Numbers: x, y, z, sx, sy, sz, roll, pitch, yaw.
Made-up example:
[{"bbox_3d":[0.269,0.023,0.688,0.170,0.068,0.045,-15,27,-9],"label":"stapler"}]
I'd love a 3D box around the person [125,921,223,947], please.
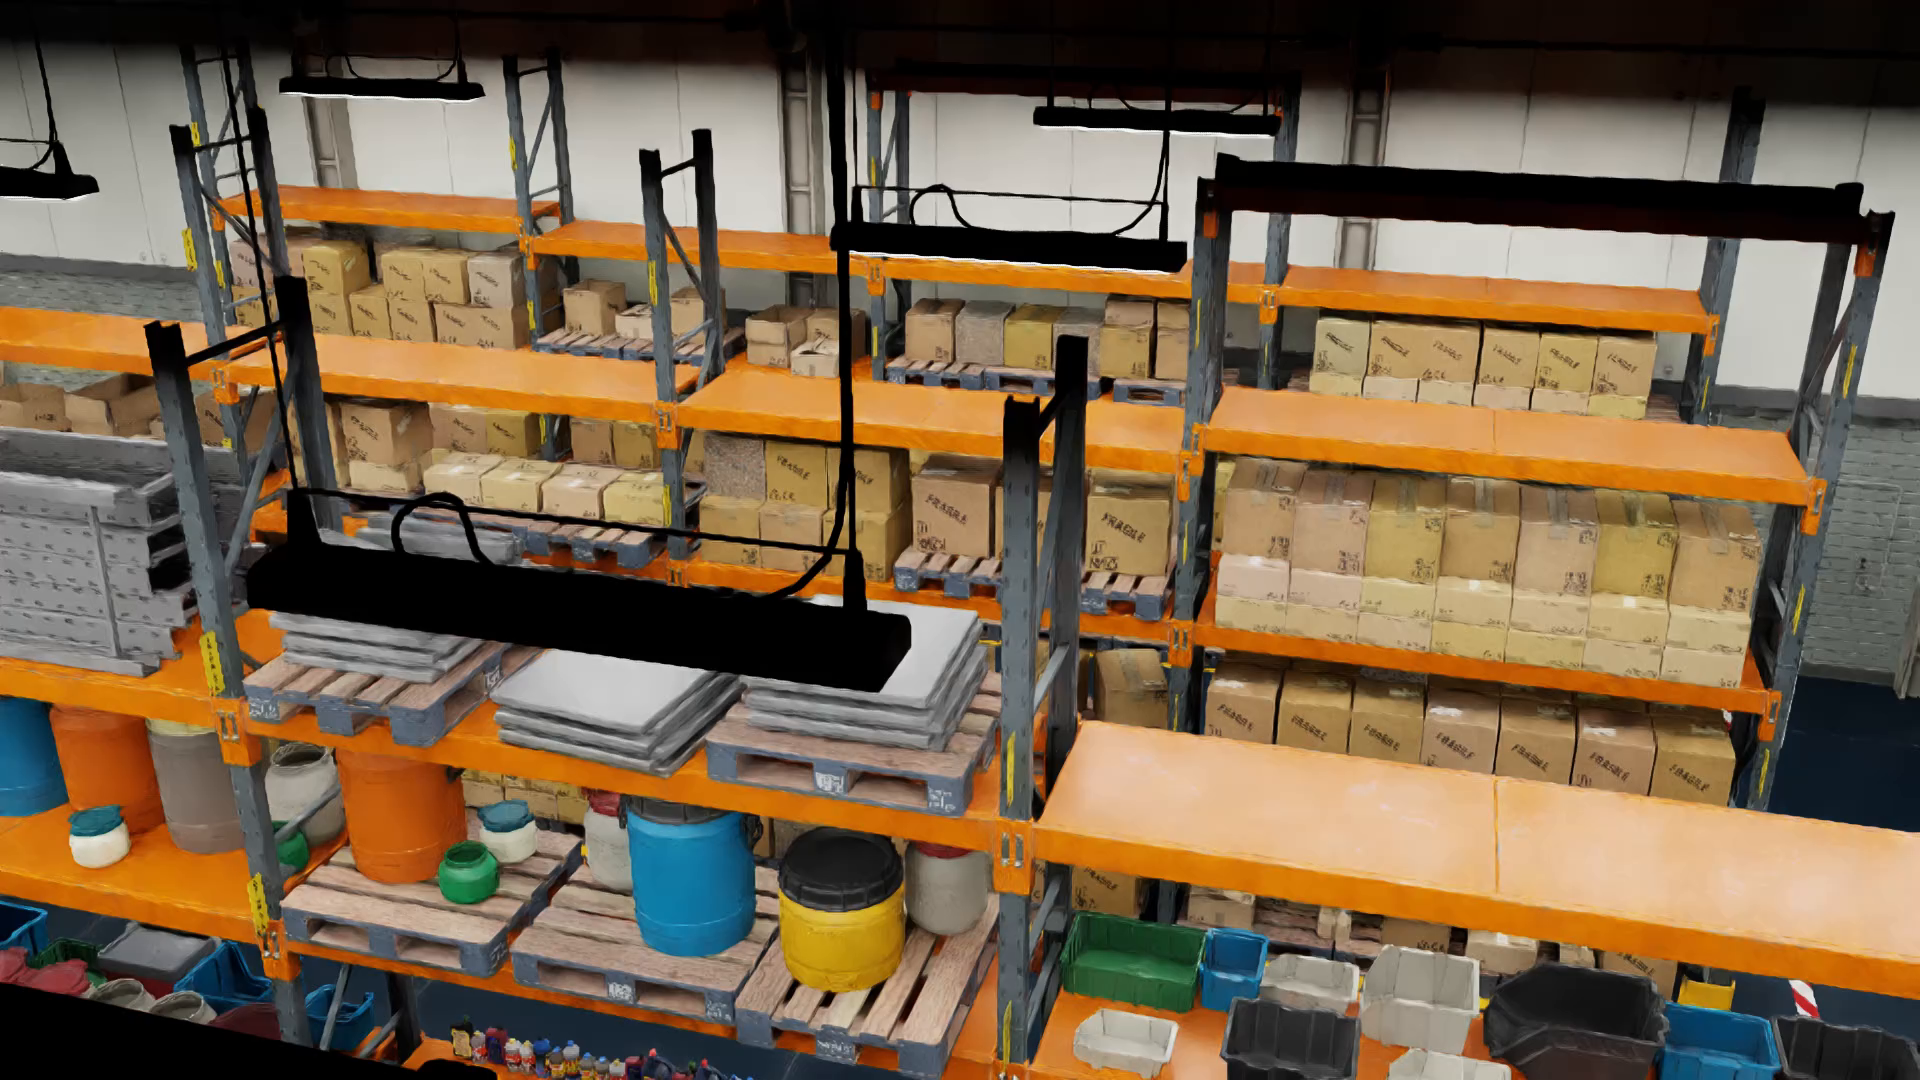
[{"bbox_3d":[-6.169,2.457,12.726,0.989,1.625,0.463,6,23,14],"label":"person"}]
